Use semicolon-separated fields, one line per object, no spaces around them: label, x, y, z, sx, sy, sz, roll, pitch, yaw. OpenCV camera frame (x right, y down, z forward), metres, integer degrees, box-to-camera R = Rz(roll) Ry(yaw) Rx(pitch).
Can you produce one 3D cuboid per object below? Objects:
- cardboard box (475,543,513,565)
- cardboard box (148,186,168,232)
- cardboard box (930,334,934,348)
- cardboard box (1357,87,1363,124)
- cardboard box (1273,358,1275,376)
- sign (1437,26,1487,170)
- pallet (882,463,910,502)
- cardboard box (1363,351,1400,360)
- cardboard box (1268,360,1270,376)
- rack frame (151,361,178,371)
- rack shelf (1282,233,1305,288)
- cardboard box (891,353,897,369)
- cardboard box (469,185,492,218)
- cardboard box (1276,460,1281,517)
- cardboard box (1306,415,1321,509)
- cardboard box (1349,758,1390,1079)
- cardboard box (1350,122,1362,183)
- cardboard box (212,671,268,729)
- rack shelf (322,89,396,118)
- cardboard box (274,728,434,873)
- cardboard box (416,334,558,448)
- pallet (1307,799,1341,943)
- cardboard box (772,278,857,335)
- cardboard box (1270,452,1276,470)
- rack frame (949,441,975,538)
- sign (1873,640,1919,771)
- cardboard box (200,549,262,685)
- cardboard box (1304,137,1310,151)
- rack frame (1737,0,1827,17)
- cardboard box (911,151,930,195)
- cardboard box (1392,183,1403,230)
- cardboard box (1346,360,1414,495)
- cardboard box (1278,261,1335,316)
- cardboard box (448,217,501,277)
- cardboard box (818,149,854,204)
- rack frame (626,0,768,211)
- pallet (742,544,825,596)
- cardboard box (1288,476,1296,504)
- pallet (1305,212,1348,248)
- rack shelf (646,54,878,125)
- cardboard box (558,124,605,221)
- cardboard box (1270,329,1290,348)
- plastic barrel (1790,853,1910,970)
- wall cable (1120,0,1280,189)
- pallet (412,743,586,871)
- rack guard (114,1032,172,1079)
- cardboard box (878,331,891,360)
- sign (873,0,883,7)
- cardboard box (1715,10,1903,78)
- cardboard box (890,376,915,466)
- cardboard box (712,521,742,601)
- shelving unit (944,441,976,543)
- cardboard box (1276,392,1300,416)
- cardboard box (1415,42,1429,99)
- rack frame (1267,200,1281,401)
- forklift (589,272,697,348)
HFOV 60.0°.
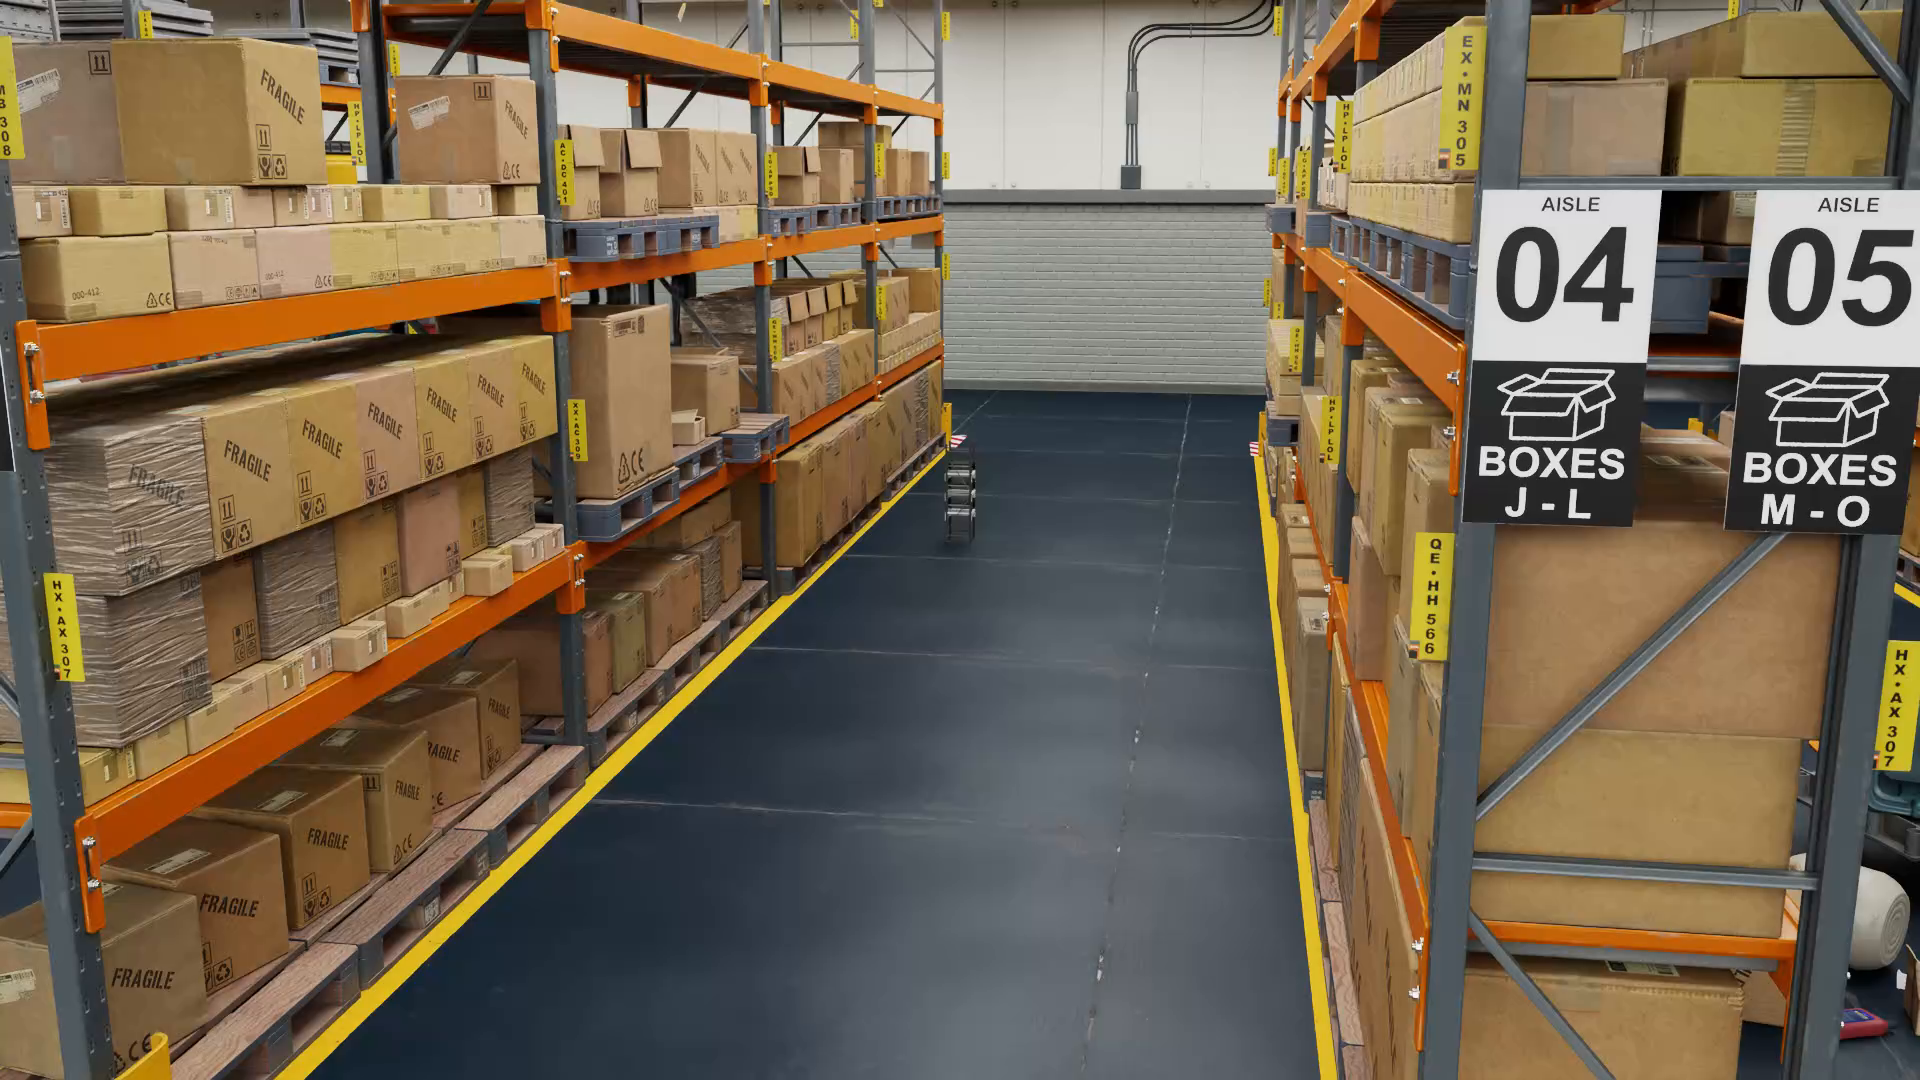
cardboard box;-2.442;0.109;8.220;0.380;0.149;0.250;2;12;9
cardboard box;-2.845;-1.082;5.442;0.380;0.149;0.250;2;12;8
cardboard box;-0.516;-2.354;19.647;0.380;0.149;0.250;2;12;9
cardboard box;1.902;-1.858;7.099;0.380;0.149;0.250;2;12;8
cardboard box;2.730;-1.381;13.429;0.380;0.149;0.250;2;12;8
sign;1.183;-1.036;3.905;0.100;0.325;0.005;2;12;9
pallet;-1.129;-0.628;17.662;1.003;0.211;1.213;2;12;9
cardboard box;2.479;-0.736;8.936;0.700;0.500;0.500;2;12;8
cardboard box;2.928;-1.507;14.721;0.380;0.149;0.250;2;12;9
rack frame;-6.832;-1.163;13.526;1.000;3.000;0.127;2;12;9
rack shelf;3.255;-2.352;13.630;1.077;0.370;4.000;2;12;9
cardboard box;-0.869;-1.873;17.416;0.380;0.149;0.250;2;12;11
cardboard box;-2.403;-1.573;7.719;0.380;0.149;0.250;1;12;6
cardboard box;3.186;-0.492;15.347;0.500;0.500;0.500;2;12;11
cardboard box;2.379;-0.470;10.075;0.500;0.500;0.500;2;12;8
cardboard box;1.889;1.351;5.906;0.875;0.875;0.875;2;12;8
cardboard box;1.980;-1.688;7.258;0.500;0.250;0.500;2;12;9
cardboard box;-2.761;0.578;6.043;0.380;0.149;0.250;2;12;9
rack shelf;-5.910;-4.797;18.808;1.077;0.370;4.000;2;12;9
cardboard box;-2.753;1.180;7.591;0.500;0.500;0.500;1;12;4
cardboard box;-2.351;-0.750;8.295;0.500;0.500;0.500;2;12;9
pallet;2.138;1.531;7.646;1.003;0.211;1.213;2;12;9
cardboard box;-1.413;-2.241;15.911;0.797;0.503;0.637;2;12;7
cardboard box;3.350;-0.799;16.904;0.380;0.149;0.250;1;12;7
rack frame;0.017;-0.463;15.261;0.240;0.900;0.006;2;12;9
sign;2.264;0.402;4.022;0.100;0.325;0.005;2;12;9
cardboard box;-3.099;0.247;6.041;0.875;0.500;0.500;2;12;9
cardboard box;2.930;-3.071;13.207;0.396;0.266;0.258;2;12;9
rack frame;9.084;-5.279;18.387;1.000;3.000;0.127;2;12;9
cardboard box;-0.735;-4.327;19.618;0.700;0.500;0.500;1;12;5
cardboard box;1.629;-1.098;5.466;0.380;0.149;0.250;2;12;9
cardboard box;2.241;-0.514;7.594;0.875;0.550;0.550;2;12;9
cardboard box;3.367;-2.443;16.150;0.500;0.500;0.500;1;12;7
cardboard box;-2.456;-1.351;7.635;0.500;0.250;0.500;2;12;10
cardboard box;-1.403;-3.435;15.713;0.700;0.500;0.500;2;12;10
rack frame;-1.938;-3.935;12.150;1.000;3.000;0.127;2;12;9
pallet;-1.743;0.199;13.826;1.003;0.211;1.213;2;12;9
cardboard box;2.793;-0.322;12.779;0.500;0.250;0.500;2;12;7
pallet;2.900;-2.059;11.012;1.213;0.211;1.003;2;12;11
rack shelf;-1.631;-3.804;14.200;1.077;0.370;4.000;2;12;9
cardboard box;-2.384;-1.987;8.986;0.797;0.503;0.637;1;12;6
cardboard box;2.889;-1.743;14.405;0.380;0.149;0.250;2;12;8
plastic barrel;3.673;1.557;7.020;0.421;0.421;0.512;-10;16;-40
wall cable;3.567;-8.239;24.482;2.277;5.999;0.120;2;12;9
pallet;-2.622;1.334;8.558;1.003;0.211;1.213;2;12;9
rack guard;-3.157;1.869;5.391;1.175;0.500;0.348;2;12;9
cardboard box;-0.992;-1.997;17.044;0.500;0.250;0.500;2;12;8
sign;-0.785;-5.248;15.837;0.100;0.325;0.005;2;12;9
cardboard box;2.082;-1.202;4.057;0.380;0.149;0.250;2;12;9
cardboard box;-1.004;-1.324;18.320;0.875;0.875;0.875;2;12;9
cardboard box;-2.022;0.144;12.349;0.700;0.500;0.500;1;12;6
shelving unit;0.001;-0.442;15.163;0.258;0.900;0.210;2;12;9
cardboard box;2.569;-1.021;12.466;0.380;0.149;0.250;2;12;10
cardboard box;1.551;-1.383;4.898;0.380;0.149;0.250;2;12;10
rack frame;4.177;-2.486;19.666;1.000;3.000;0.127;2;12;9
forklift;-3.255;-1.796;16.628;1.130;2.935;3.031;2;12;11
